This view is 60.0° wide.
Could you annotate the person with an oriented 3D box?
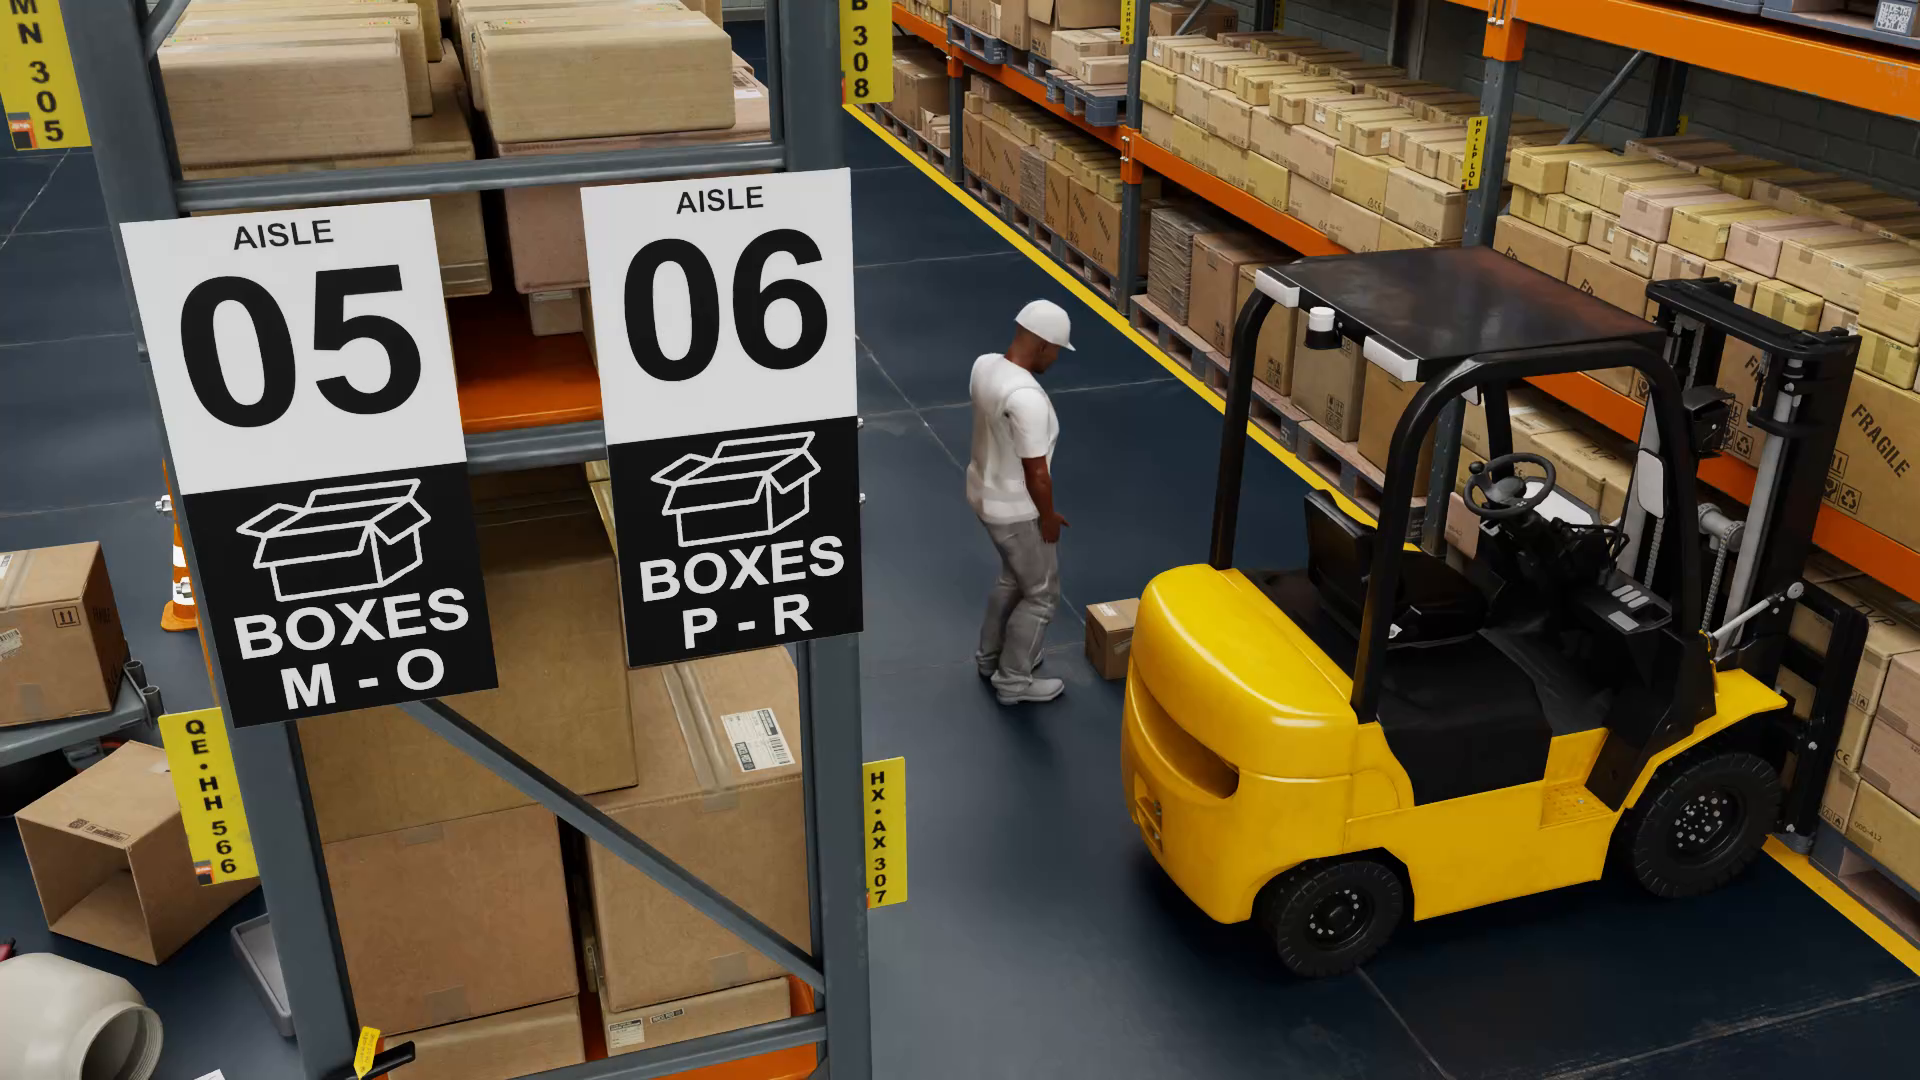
[{"bbox_3d":[0.256,-0.165,6.971,0.437,1.724,0.588,-7,27,-15],"label":"person"}]
